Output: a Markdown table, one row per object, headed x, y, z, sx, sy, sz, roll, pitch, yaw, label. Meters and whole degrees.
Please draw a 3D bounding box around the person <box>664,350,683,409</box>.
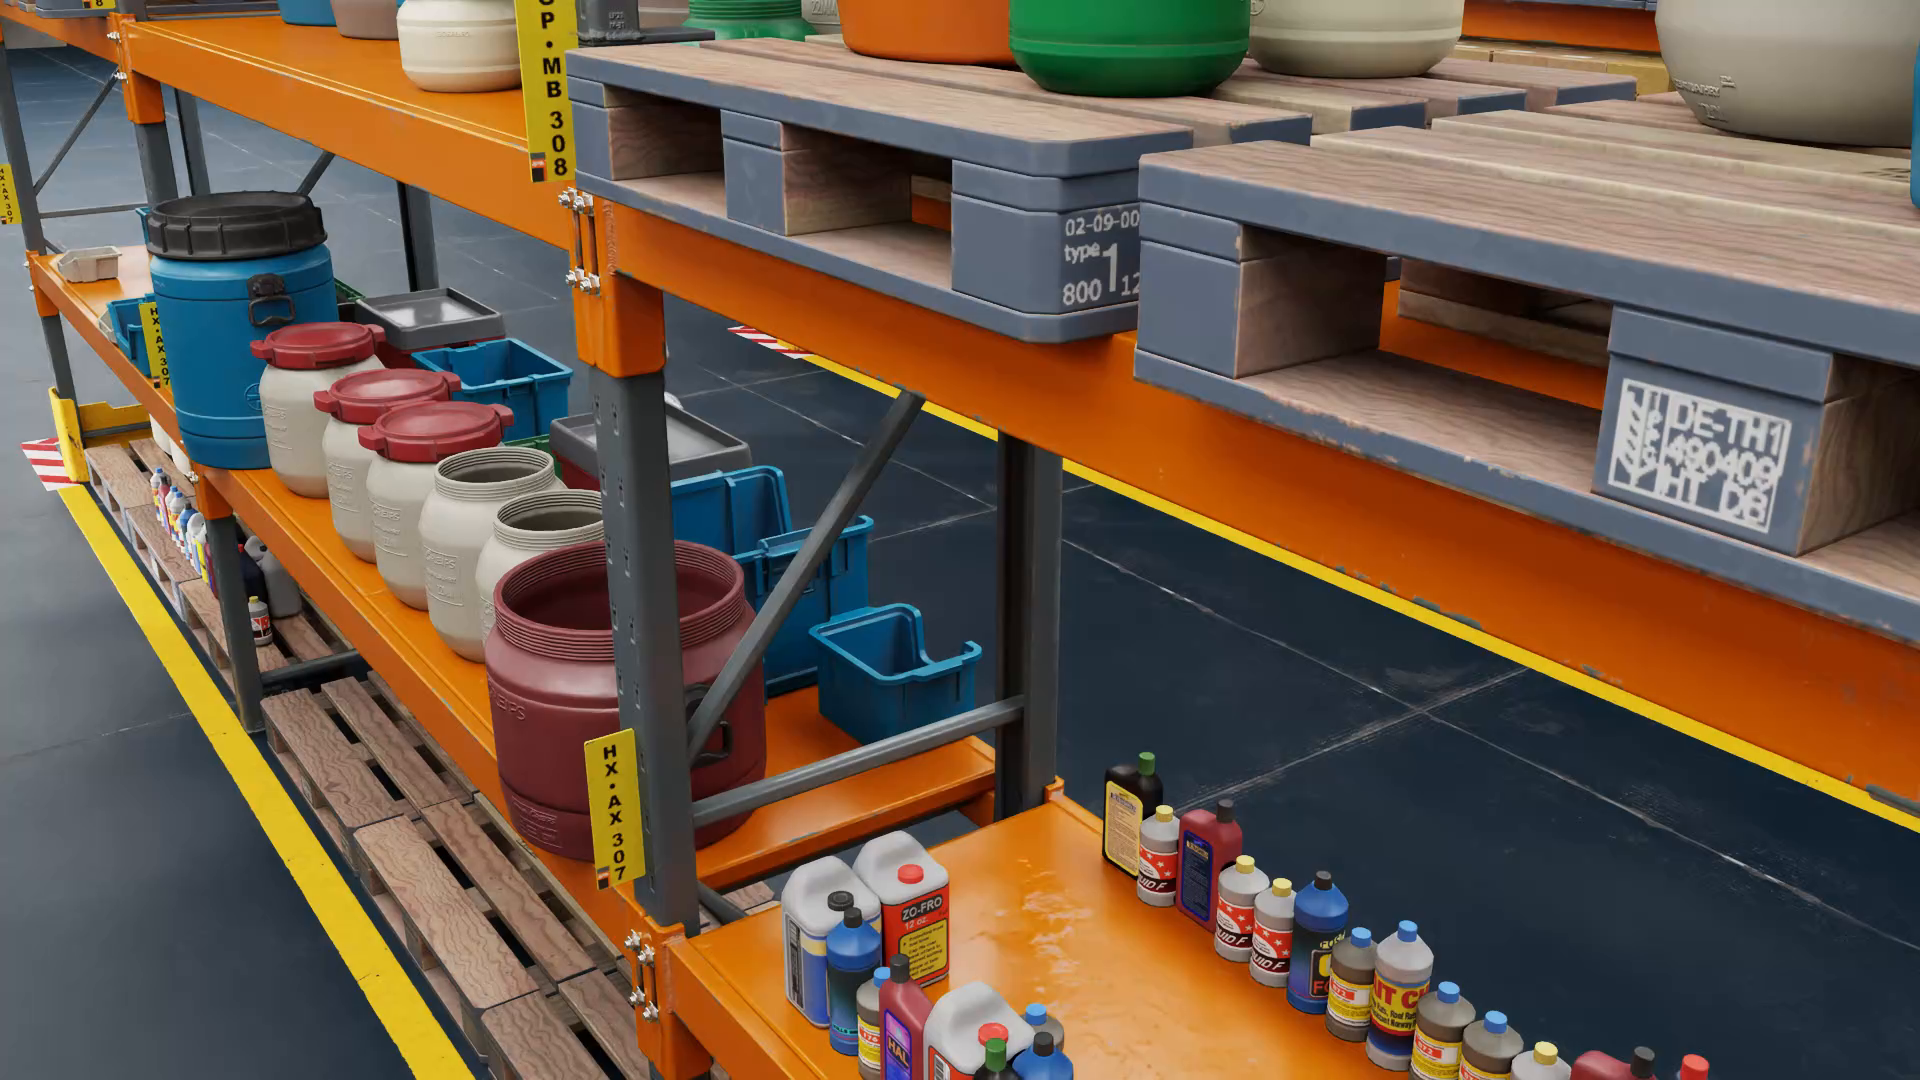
| x | y | z | sx | sy | sz | roll | pitch | yaw | label |
| --- | --- | --- | --- | --- | --- | --- | --- | --- | --- |
| -1.324 | -0.022 | 6.547 | 0.481 | 1.694 | 0.515 | 14 | 25 | 31 | person |
